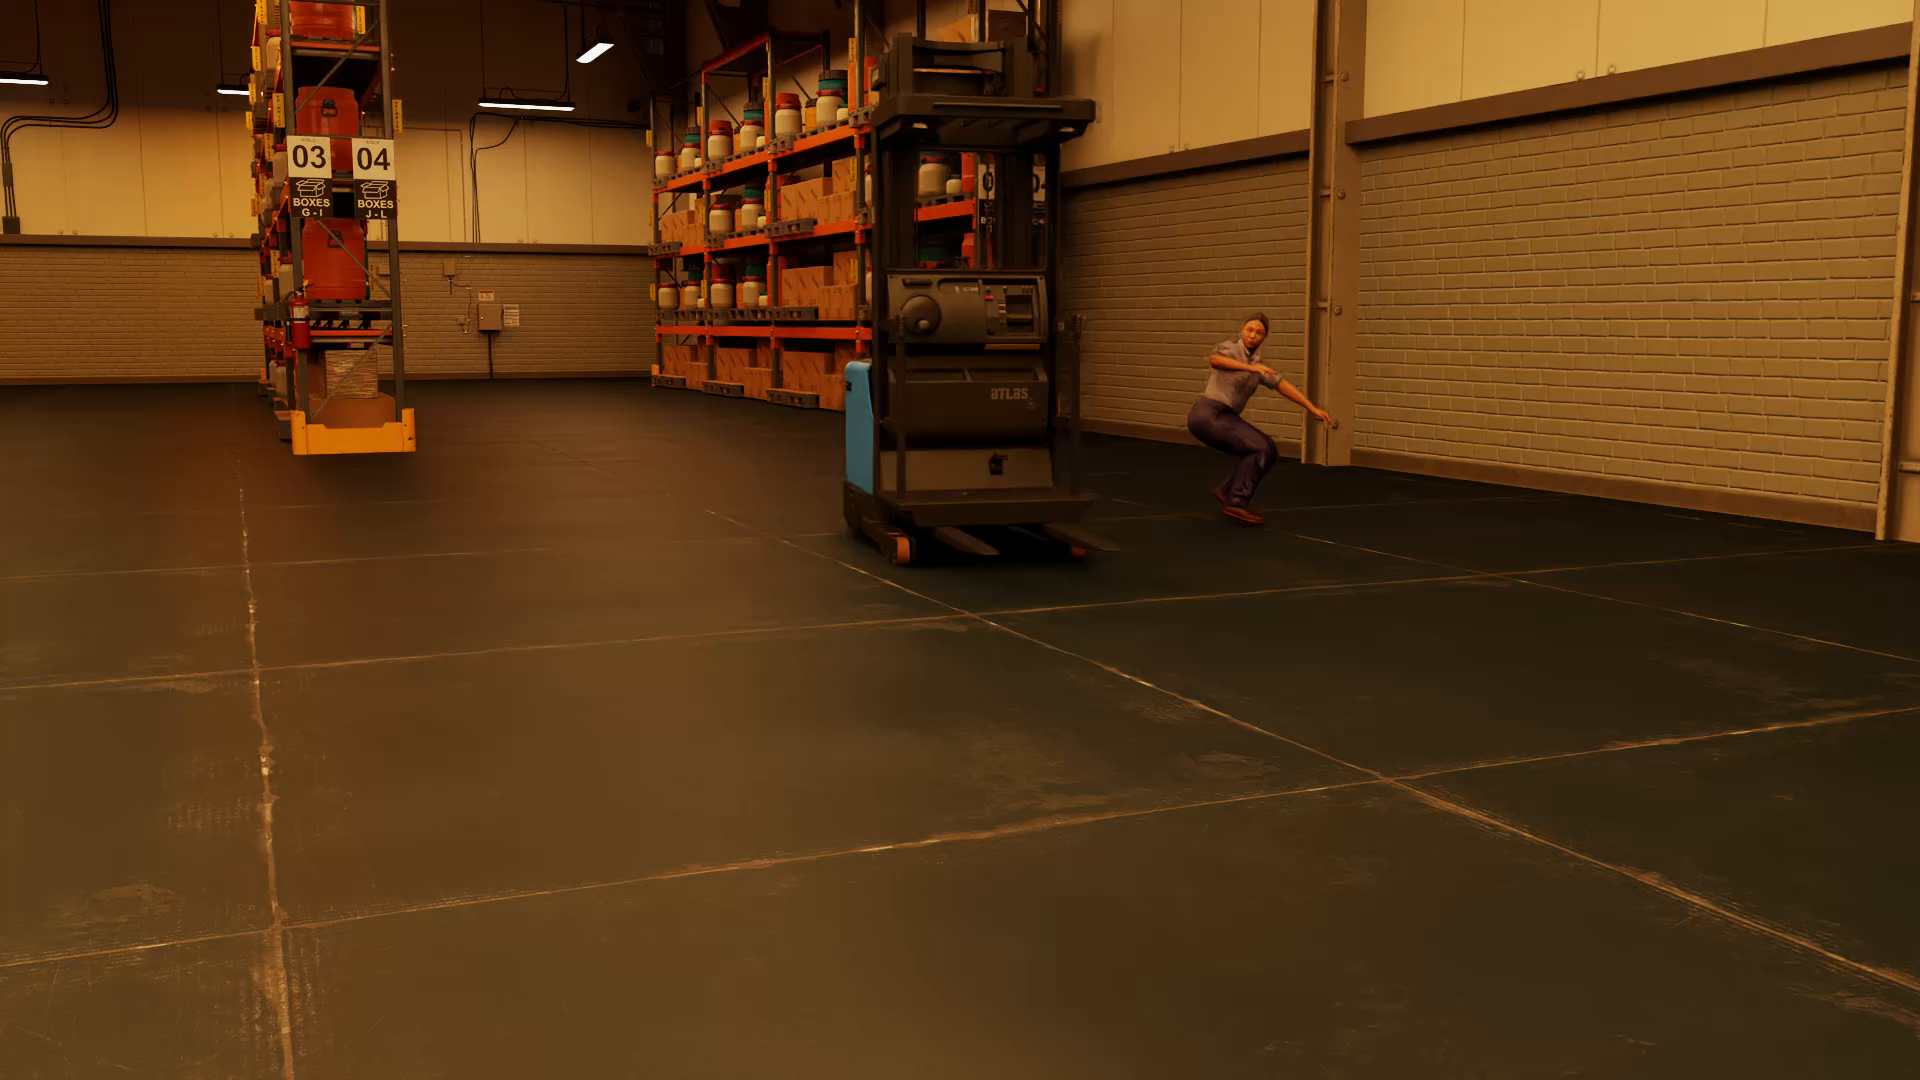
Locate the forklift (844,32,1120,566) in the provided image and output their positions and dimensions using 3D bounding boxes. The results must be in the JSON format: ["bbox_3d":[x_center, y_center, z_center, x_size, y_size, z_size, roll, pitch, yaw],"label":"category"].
[{"bbox_3d":[0.097,-1.365,9.292,1.130,2.935,3.031,-2,8,-13],"label":"forklift"}]

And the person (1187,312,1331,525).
[{"bbox_3d":[1.946,-0.786,10.944,0.882,1.390,0.739,3,8,23],"label":"person"}]
